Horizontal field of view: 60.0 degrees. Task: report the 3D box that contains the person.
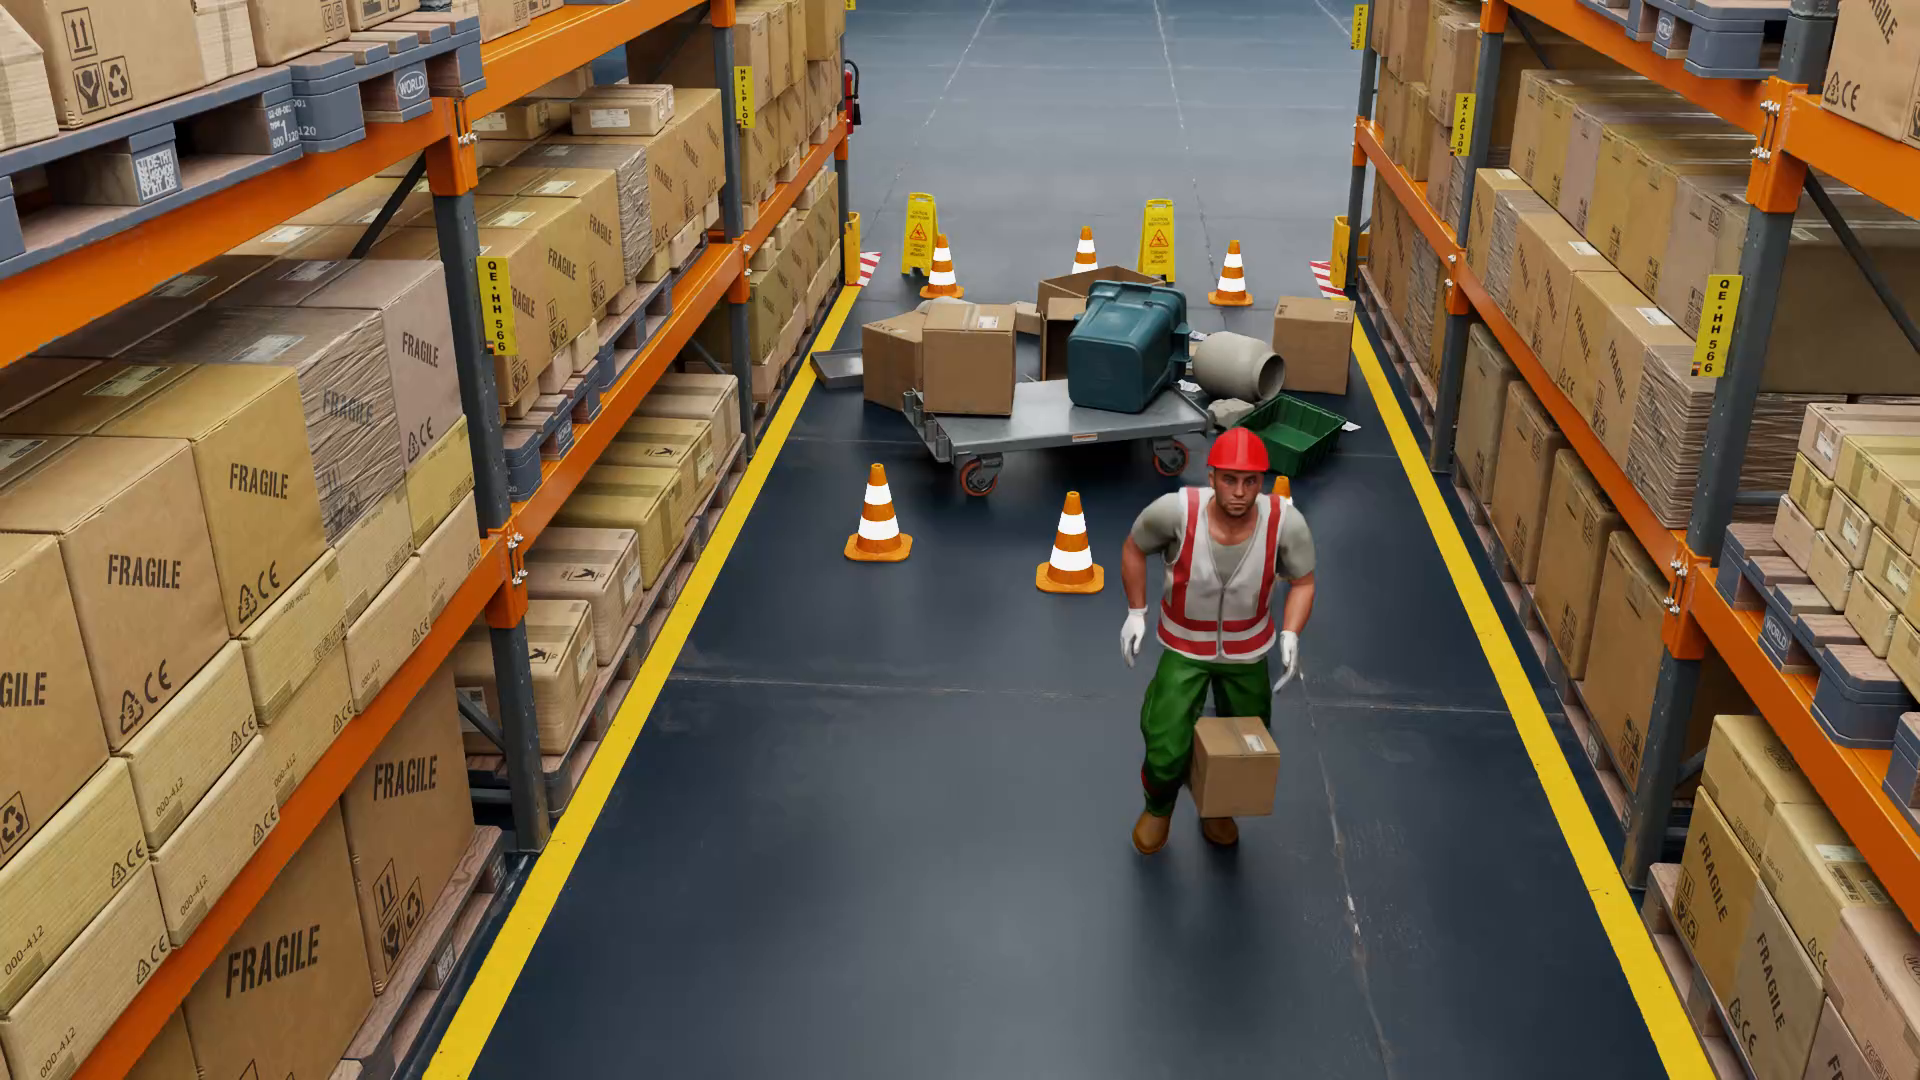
[{"bbox_3d":[0.888,0.505,5.841,0.645,1.476,0.683,0,24,0],"label":"person"}]
